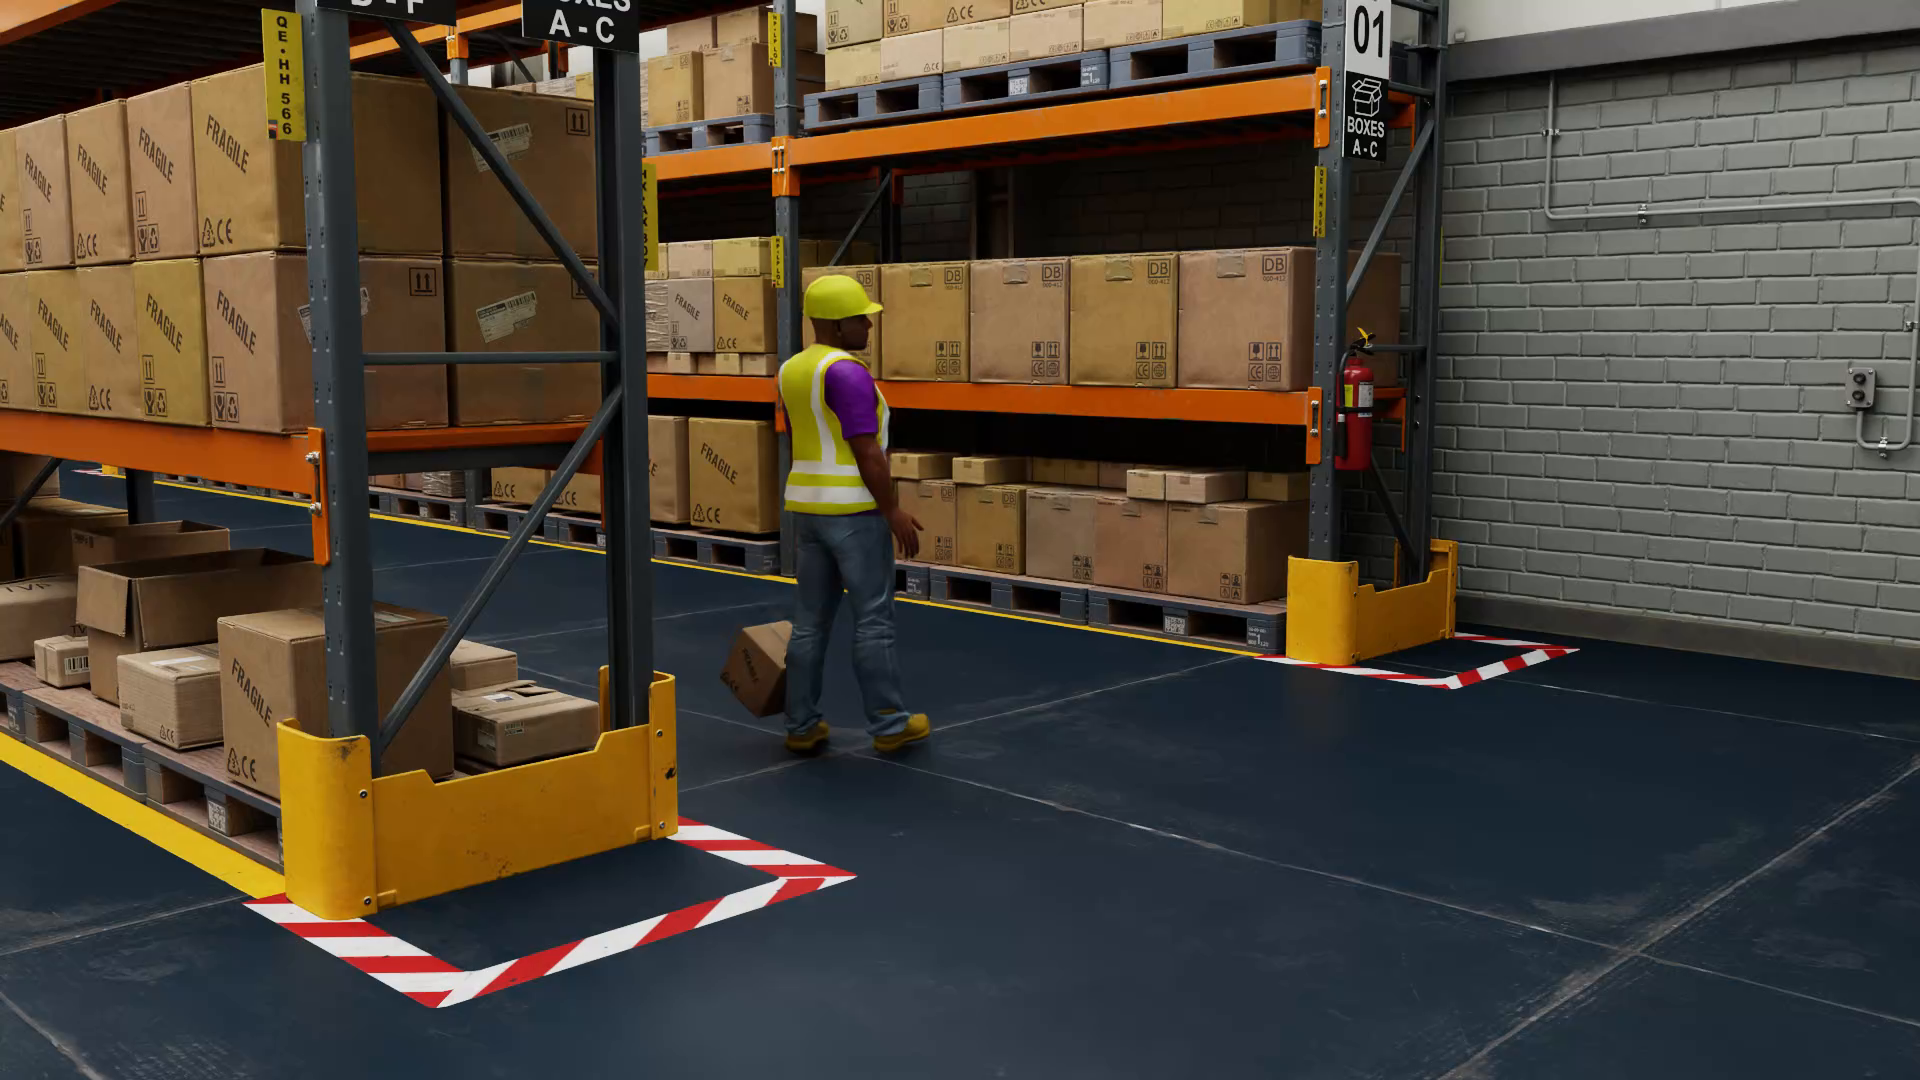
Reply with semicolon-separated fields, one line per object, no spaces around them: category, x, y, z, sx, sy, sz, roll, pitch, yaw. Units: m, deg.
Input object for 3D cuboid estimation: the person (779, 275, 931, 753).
person;-0.377;-0.095;6.226;0.539;1.766;0.624;-5;9;-37
